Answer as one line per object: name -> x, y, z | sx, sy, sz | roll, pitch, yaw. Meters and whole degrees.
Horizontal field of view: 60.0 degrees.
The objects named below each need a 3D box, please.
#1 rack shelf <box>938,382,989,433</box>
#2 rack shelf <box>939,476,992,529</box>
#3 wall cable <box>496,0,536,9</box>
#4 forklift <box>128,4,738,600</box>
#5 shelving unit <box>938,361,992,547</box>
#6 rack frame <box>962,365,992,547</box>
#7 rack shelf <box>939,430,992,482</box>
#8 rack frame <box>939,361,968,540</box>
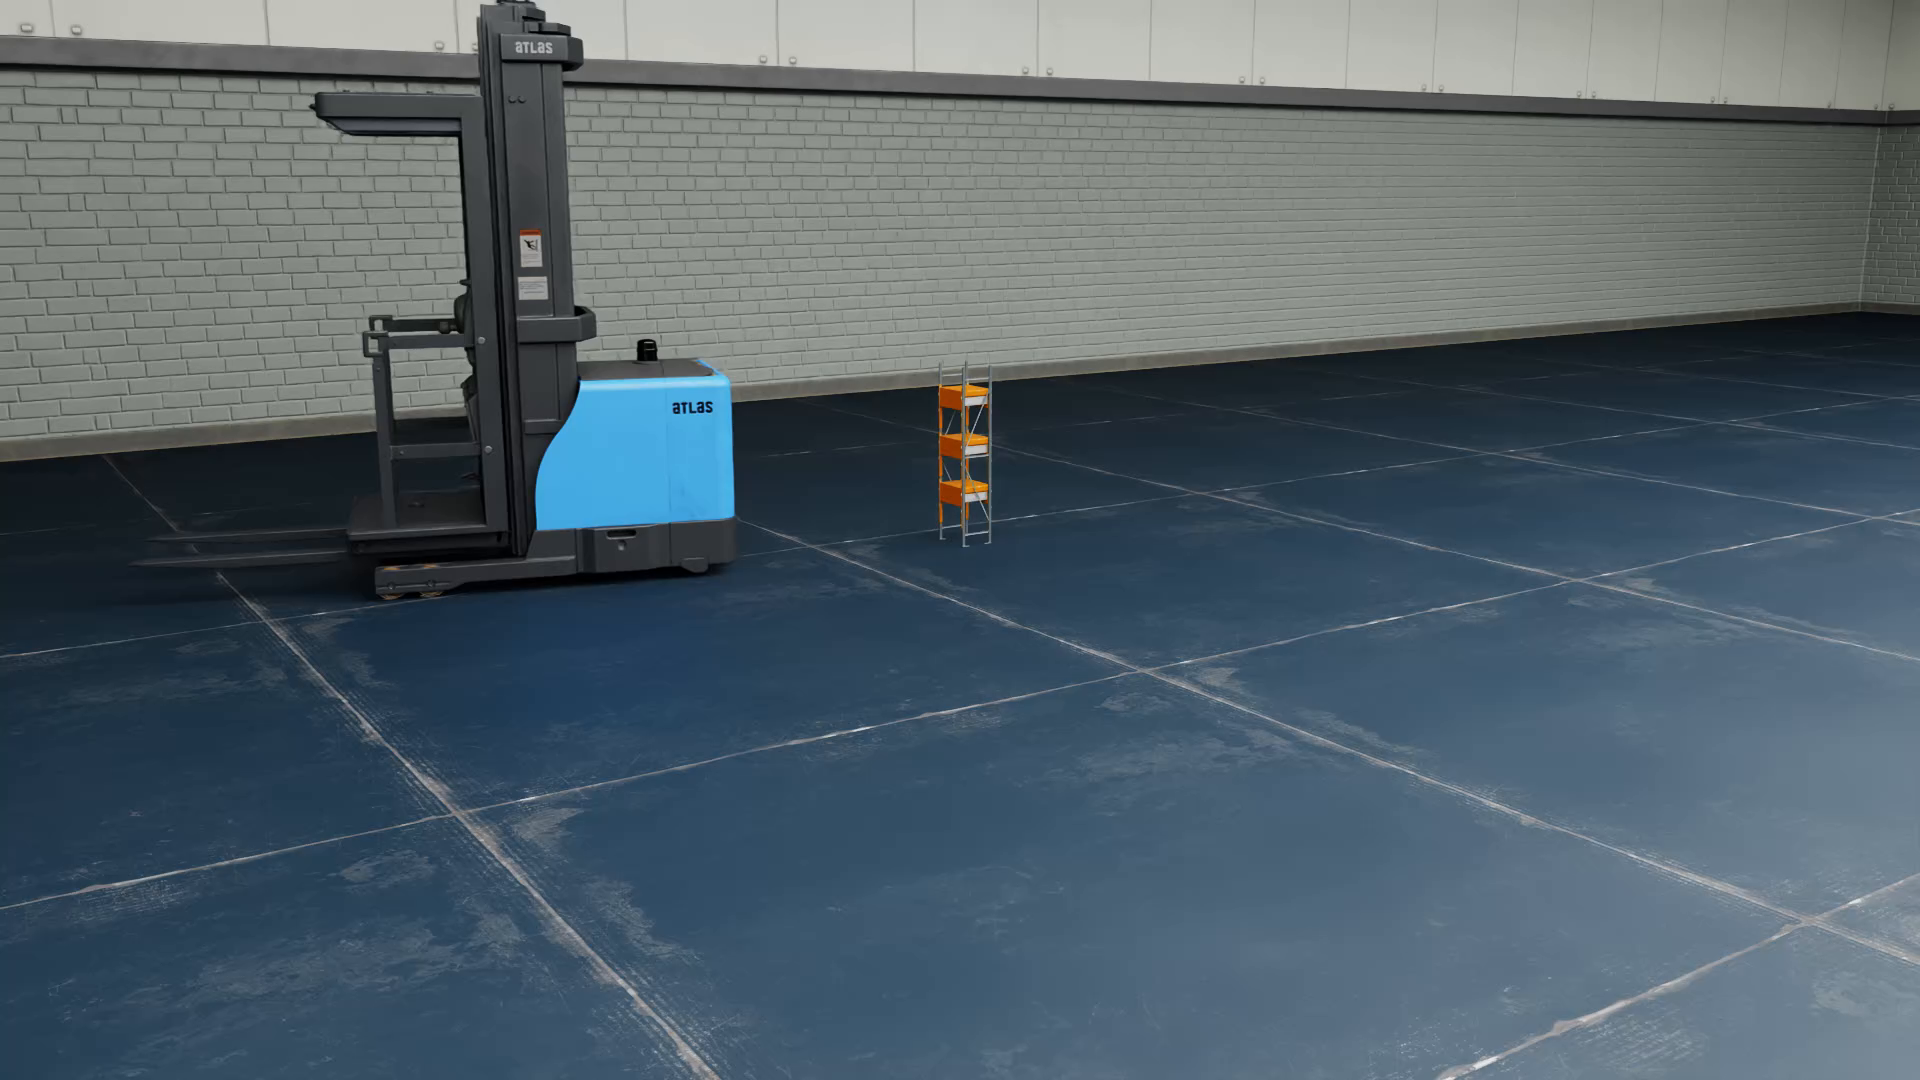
rack shelf -> 0.030, -0.770, 9.648 | 0.215, 0.259, 0.240 | -8, 15, -33
rack shelf -> 0.030, -0.222, 9.768 | 0.215, 0.259, 0.240 | -8, 15, -33
wall cable -> -2.906, -7.252, 13.999 | 2.305, 6.003, 0.169 | -8, 15, -33
forklift -> -2.783, -1.253, 8.732 | 3.031, 2.935, 1.130 | -4, 13, -17
shelving unit -> 0.030, -0.503, 9.706 | 0.215, 1.050, 0.252 | -8, 15, -33
rack frame -> 0.097, -0.482, 9.607 | 0.200, 1.050, 0.008 | -8, 15, -33
rack shelf -> 0.030, -0.493, 9.708 | 0.215, 0.259, 0.240 | -8, 15, -33
rack frame -> -0.038, -0.525, 9.805 | 0.200, 1.050, 0.008 | -8, 15, -33
